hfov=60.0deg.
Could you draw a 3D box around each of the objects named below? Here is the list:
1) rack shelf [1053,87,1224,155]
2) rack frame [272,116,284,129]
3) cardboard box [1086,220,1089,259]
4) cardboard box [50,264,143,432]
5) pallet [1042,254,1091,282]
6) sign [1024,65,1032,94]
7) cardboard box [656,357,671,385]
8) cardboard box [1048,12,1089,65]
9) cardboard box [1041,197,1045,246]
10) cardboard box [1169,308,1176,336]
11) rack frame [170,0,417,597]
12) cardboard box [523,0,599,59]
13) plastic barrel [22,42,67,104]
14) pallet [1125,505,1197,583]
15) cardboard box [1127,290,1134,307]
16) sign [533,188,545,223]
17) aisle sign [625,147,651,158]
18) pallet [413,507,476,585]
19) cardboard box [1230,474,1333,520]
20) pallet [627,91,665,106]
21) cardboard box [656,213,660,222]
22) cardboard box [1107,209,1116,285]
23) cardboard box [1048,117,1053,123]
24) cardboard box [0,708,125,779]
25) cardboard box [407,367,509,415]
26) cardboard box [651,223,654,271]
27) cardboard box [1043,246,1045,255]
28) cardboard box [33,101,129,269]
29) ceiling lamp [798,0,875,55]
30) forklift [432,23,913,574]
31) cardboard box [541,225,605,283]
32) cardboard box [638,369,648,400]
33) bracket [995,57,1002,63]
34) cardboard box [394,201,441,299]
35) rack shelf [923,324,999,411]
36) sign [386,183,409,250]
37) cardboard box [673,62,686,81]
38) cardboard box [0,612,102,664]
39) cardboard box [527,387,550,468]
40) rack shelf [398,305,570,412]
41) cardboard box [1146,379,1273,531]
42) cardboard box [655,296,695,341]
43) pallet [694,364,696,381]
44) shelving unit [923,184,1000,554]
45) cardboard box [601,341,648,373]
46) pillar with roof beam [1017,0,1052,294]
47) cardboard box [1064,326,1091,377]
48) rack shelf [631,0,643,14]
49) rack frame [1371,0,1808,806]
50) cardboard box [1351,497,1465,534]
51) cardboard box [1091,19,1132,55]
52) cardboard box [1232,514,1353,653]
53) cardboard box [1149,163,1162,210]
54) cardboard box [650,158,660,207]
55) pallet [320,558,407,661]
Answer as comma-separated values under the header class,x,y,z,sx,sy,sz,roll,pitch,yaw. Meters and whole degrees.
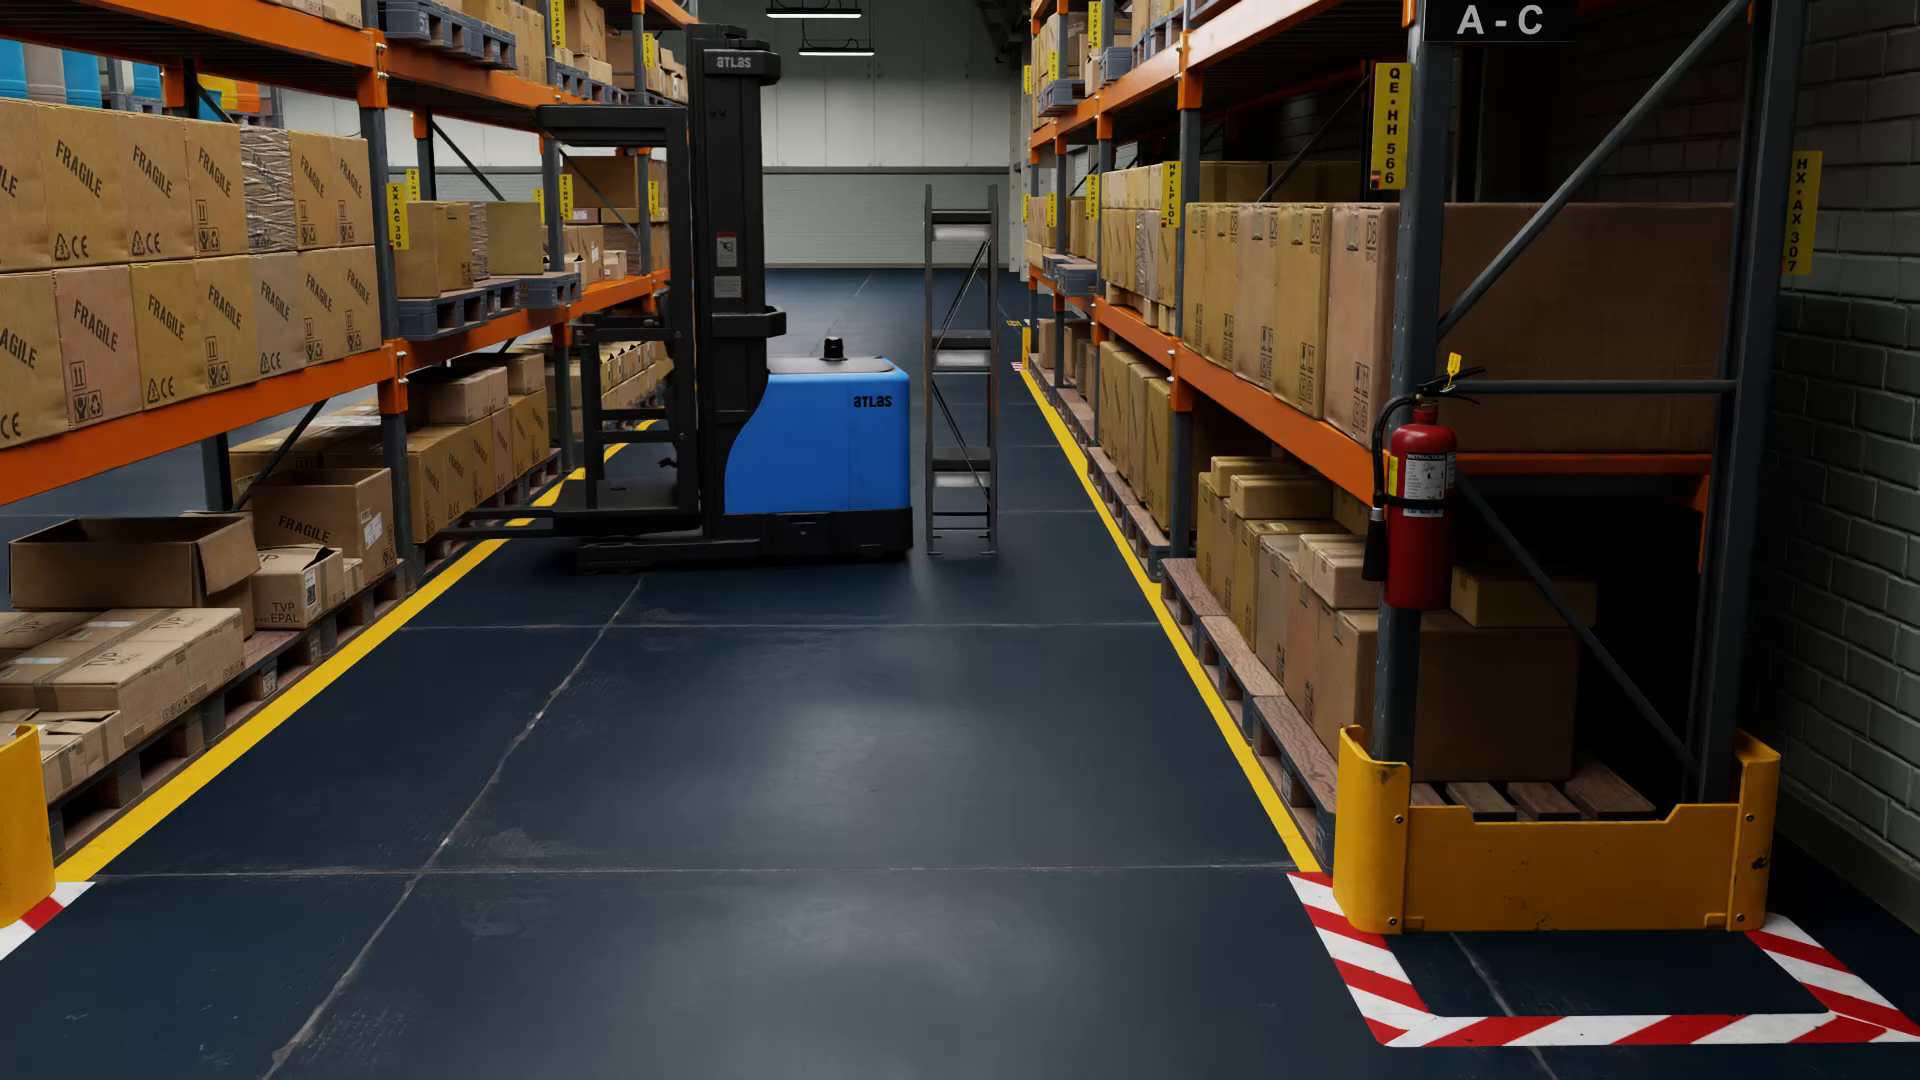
class,x,y,z,sx,sy,sz,roll,pitch,yaw
rack shelf,1.480,-3.516,14.111,1.077,0.370,4.000,0,11,-1
rack frame,-8.548,-3.550,20.016,1.000,3.000,0.127,0,11,-1
cardboard box,1.465,-2.717,14.552,0.700,0.500,0.500,1,12,7
cardboard box,-3.027,-0.630,5.371,0.500,0.500,0.500,0,11,-2
pallet,1.310,-2.550,15.564,1.003,0.211,1.213,0,11,-1
sign,0.814,-5.487,19.820,0.100,0.325,0.005,0,11,-1
cardboard box,-3.220,-1.727,16.885,0.500,0.250,0.500,0,11,-1
cardboard box,1.158,-4.913,16.373,0.500,0.500,0.500,-1,12,-6
cardboard box,1.104,-3.292,17.181,0.500,0.500,0.500,0,11,-1
cardboard box,1.314,-1.159,8.807,0.380,0.149,0.250,0,11,-1
rack frame,-3.348,-1.185,8.354,1.000,3.000,0.127,0,11,-1
cardboard box,-3.505,-4.509,14.631,0.500,0.500,0.500,1,12,4
plastic barrel,-8.225,-4.241,14.614,0.600,0.901,0.600,0,11,0
pallet,1.513,0.008,9.490,1.003,0.211,1.213,0,11,-1
cardboard box,1.343,-1.668,11.320,0.380,0.149,0.250,0,11,-2
sign,-4.068,-3.235,16.086,0.100,0.325,0.005,0,11,-1
aisle sign,-3.904,-4.856,19.912,0.394,0.787,0.004,0,11,-1
pallet,-3.403,0.020,9.428,1.003,0.211,1.213,0,11,-1
cardboard box,1.353,-0.183,7.015,0.380,0.149,0.250,-1,11,-3
pallet,-3.557,-4.371,16.739,1.003,0.211,1.213,0,11,-1
cardboard box,-3.348,-3.399,17.387,0.380,0.149,0.250,-1,11,-3
cardboard box,1.277,-2.004,11.342,0.500,0.500,0.500,0,11,1
cardboard box,1.184,-4.525,16.972,0.500,0.500,0.500,-1,12,-6
cardboard box,-2.936,0.649,5.335,0.380,0.166,0.250,0,11,-1
cardboard box,-3.146,-0.938,10.435,0.500,0.250,0.500,0,11,-2
cardboard box,-3.546,-3.017,17.134,0.700,0.500,0.500,0,11,-2
cardboard box,1.124,-2.924,17.256,0.500,0.250,0.500,0,11,-1
cardboard box,-3.029,-1.122,5.278,0.500,0.500,0.500,0,11,-1
ceiling lamp,-3.264,-14.431,43.879,2.000,3.185,0.800,0,11,-1
forklift,-1.833,-1.361,9.396,3.031,2.935,1.130,-2,12,-9
cardboard box,-3.503,-2.567,14.914,0.500,0.500,0.500,1,11,3
cardboard box,-3.206,-1.451,15.529,0.500,0.250,0.500,0,11,-2
bracket,1.203,-14.675,50.710,0.235,0.232,0.430,0,11,-1
cardboard box,-3.134,-1.535,8.771,0.700,0.500,0.500,-4,12,-20
rack shelf,0.003,-0.983,9.691,0.431,0.518,0.480,0,11,-1
sign,-2.806,-1.613,8.287,0.100,0.325,0.005,0,11,-1
cardboard box,-3.588,-5.251,19.185,0.797,0.503,0.637,1,11,3
cardboard box,-3.513,0.446,6.124,0.500,0.250,0.500,0,11,-1
cardboard box,-3.177,-0.785,11.567,0.500,0.500,0.500,0,11,1
rack shelf,-3.389,-1.230,10.386,1.077,0.370,4.000,0,11,-1
cardboard box,1.461,-0.487,9.265,0.750,0.750,0.750,0,11,0
cardboard box,-3.252,-2.492,18.770,0.500,0.500,0.500,0,11,-1
pallet,-3.516,-1.810,18.449,1.003,0.211,1.213,0,11,-1
shelving unit,0.003,-0.996,9.688,0.431,2.100,0.503,0,11,-1
cardboard box,-3.201,-1.725,15.468,0.500,0.311,0.500,0,11,0
pillar with roof beam,-2.440,-9.956,36.501,9.100,9.000,0.548,0,11,-1
cardboard box,1.378,-1.993,17.518,0.500,0.500,0.500,-1,12,-5
rack shelf,-3.472,-4.769,13.748,1.077,0.370,4.000,0,11,-1
rack frame,1.687,-0.411,4.539,1.000,3.000,0.127,0,11,-1
cardboard box,1.747,-0.076,6.489,0.380,0.149,0.250,0,11,-1
cardboard box,1.396,-4.167,14.201,0.500,0.500,0.500,-1,11,-3
cardboard box,1.533,0.164,6.935,0.700,0.500,0.500,0,11,0
cardboard box,1.338,-1.971,9.296,0.500,0.250,0.500,0,11,0
cardboard box,-3.550,-3.748,17.474,0.700,0.500,0.500,0,11,-1
pallet,-3.335,0.319,7.959,1.003,0.211,1.213,0,11,-1
